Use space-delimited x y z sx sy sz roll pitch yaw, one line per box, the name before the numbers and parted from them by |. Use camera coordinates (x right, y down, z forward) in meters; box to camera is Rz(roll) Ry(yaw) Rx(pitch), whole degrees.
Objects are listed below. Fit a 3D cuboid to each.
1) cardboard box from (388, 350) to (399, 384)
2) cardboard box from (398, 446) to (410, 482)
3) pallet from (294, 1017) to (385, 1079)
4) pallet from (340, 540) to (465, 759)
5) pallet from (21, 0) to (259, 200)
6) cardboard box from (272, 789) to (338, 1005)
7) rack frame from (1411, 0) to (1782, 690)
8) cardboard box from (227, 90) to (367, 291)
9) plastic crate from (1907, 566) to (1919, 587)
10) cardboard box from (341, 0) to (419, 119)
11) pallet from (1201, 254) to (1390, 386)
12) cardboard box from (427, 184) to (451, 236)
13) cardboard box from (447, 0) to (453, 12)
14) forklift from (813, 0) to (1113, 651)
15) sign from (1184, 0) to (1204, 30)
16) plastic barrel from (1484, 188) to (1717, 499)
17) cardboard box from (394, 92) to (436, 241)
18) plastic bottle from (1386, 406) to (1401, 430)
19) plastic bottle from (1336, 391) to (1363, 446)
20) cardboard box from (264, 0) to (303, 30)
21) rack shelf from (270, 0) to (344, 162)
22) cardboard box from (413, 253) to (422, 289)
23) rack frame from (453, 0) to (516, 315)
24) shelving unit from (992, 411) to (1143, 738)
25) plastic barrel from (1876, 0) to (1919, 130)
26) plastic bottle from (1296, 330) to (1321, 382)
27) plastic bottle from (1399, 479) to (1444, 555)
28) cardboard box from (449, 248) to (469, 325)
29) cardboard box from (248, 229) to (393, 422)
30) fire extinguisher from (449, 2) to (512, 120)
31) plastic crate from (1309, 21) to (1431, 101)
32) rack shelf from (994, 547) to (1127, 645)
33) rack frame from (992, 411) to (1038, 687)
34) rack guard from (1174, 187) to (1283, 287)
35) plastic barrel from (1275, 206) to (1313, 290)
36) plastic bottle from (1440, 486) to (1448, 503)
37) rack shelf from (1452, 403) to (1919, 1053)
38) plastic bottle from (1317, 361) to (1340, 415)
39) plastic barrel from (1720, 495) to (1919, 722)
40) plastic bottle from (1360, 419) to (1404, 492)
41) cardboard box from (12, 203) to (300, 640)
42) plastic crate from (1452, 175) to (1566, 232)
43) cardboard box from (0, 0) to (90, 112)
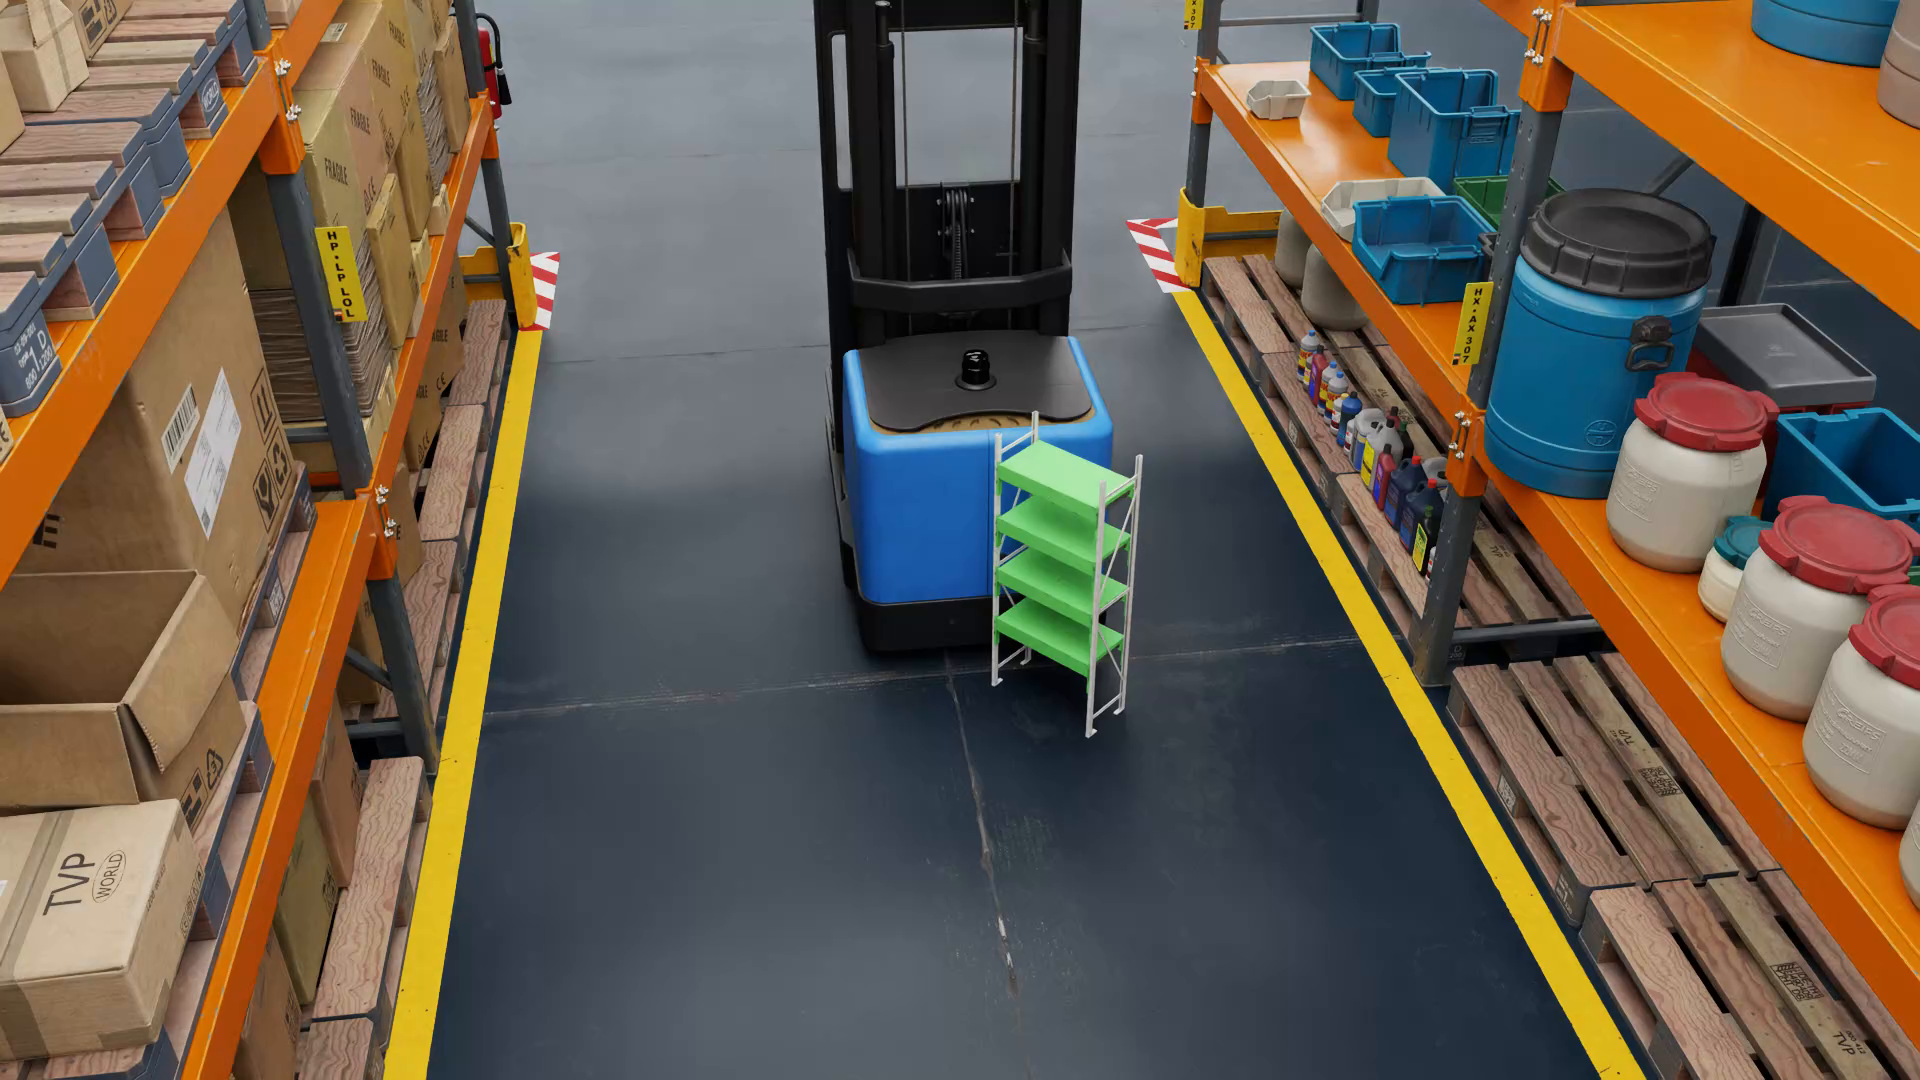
cardboard box | -2.331 -0.638 6.246 0.380 0.149 0.250 -4 35 -6
cardboard box | -2.779 -0.348 7.444 0.500 0.500 0.500 -7 35 -11
pallet | -2.245 1.947 4.705 1.003 0.211 1.213 -4 35 -6
pallet | -2.644 0.459 6.889 1.003 0.211 1.213 -4 35 -6
pallet | -2.541 -1.131 4.249 1.213 0.211 1.003 -4 35 -6
cardboard box | -2.412 1.141 5.240 0.700 0.500 0.500 -5 35 -7
rack frame | 2.389 -0.697 6.109 1.000 3.000 0.127 -4 35 -6
cardboard box | -2.327 -1.169 5.561 0.500 0.500 0.500 -4 35 -6
plastic crate | 2.903 0.341 4.774 0.450 0.188 0.662 -4 35 -6
cardboard box | -2.541 -2.005 6.788 0.500 0.500 0.500 -4 35 -6
pallet | 2.012 -1.284 9.446 1.003 0.211 1.213 -4 35 -6
cardboard box | -2.508 -1.477 7.477 0.380 0.149 0.250 -4 35 -6
cardboard box | -2.738 -2.843 8.017 0.500 0.500 0.500 -4 35 -6
forklift | -0.082 -1.563 7.441 1.130 2.935 3.031 -4 35 -6
sign | 1.306 -3.004 9.249 0.100 0.325 0.005 -4 35 -6
plastic barrel | 2.141 -0.665 5.617 0.600 0.901 0.708 -4 35 -6
cardboard box | -2.744 -1.577 7.047 0.875 0.500 0.500 -4 35 -6
plastic bottle | 2.035 -0.480 7.812 0.061 0.283 0.133 -4 35 -6
plastic bottle | 1.873 -0.588 7.981 0.097 0.271 0.097 0 34 0
cardboard box | -2.326 -1.770 5.153 0.500 0.250 0.500 -6 35 -8
rack shelf | -2.788 -2.380 6.554 1.077 0.370 4.000 -4 35 -6
cardboard box | -2.442 -1.056 6.859 0.380 0.149 0.250 -4 35 -6
rack frame | -3.057 -2.554 8.834 1.000 3.000 0.127 -4 35 -6
shelving unit | 0.399 0.147 6.469 0.503 1.200 0.258 26 42 33
plastic barrel | 2.761 -1.511 4.195 0.600 0.901 0.600 0 34 0
plastic bottle | 1.786 -0.948 8.509 0.097 0.271 0.097 0 34 0
plastic bottle | 2.017 -0.121 7.226 0.144 0.351 0.185 -5 35 -8
cardboard box | -2.989 -1.345 8.906 0.500 0.500 0.500 2 34 2
cardboard box | -2.518 -0.742 5.822 0.875 0.500 0.500 -4 35 -6
fire extinguisher | -2.615 -2.620 9.000 0.296 0.674 0.183 -4 35 -6
plastic crate | 2.215 -2.611 9.049 0.499 0.251 0.616 -4 35 -6
rack shelf | 0.399 0.199 6.505 0.480 0.148 0.258 26 42 33
rack frame | 0.215 0.056 6.602 0.015 1.200 0.240 26 42 33
rack guard | 1.908 -1.857 10.031 1.175 0.500 0.348 -4 35 -6
plastic barrel | 2.015 -1.713 9.436 0.421 0.512 0.421 0 34 0
plastic bottle | 2.160 -0.132 7.242 0.144 0.351 0.185 -4 35 -6
rack shelf | 2.658 0.717 4.674 1.077 0.370 4.000 -4 35 -6
plastic bottle | 1.832 -0.757 8.229 0.097 0.271 0.097 0 34 0
plastic barrel | 2.399 0.207 4.662 0.433 0.535 0.433 0 34 0
plastic bottle | 1.948 -0.409 7.648 0.144 0.351 0.185 -5 35 -7
cardboard box | -2.551 -0.289 4.605 1.000 1.000 1.000 -4 34 -6
plastic crate | 2.486 -1.388 7.311 0.450 0.188 0.662 -4 35 -6
cardboard box | -2.293 -1.162 3.874 0.396 0.266 0.258 -3 34 -5
